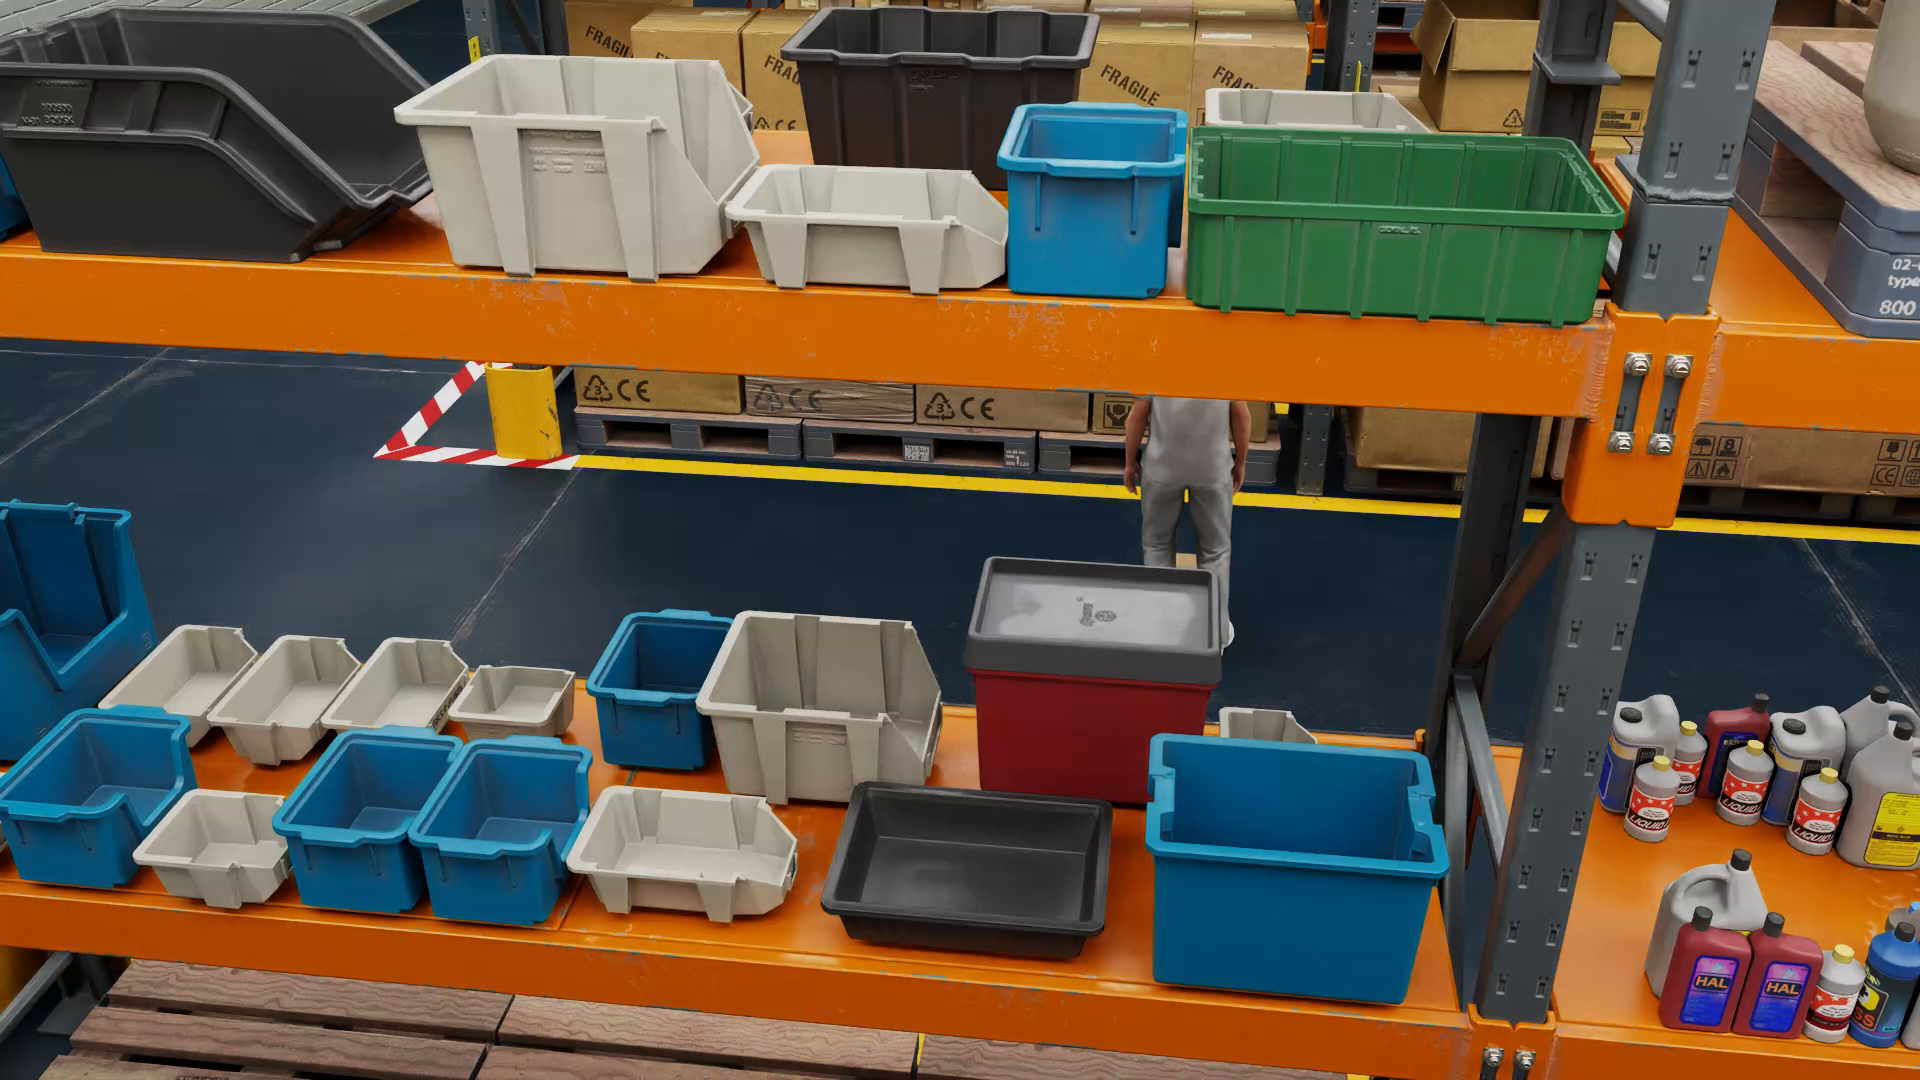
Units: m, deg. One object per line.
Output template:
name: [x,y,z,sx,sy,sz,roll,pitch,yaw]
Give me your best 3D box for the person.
person: [0.910,-0.294,6.668,0.514,1.671,0.415,2,29,3]
